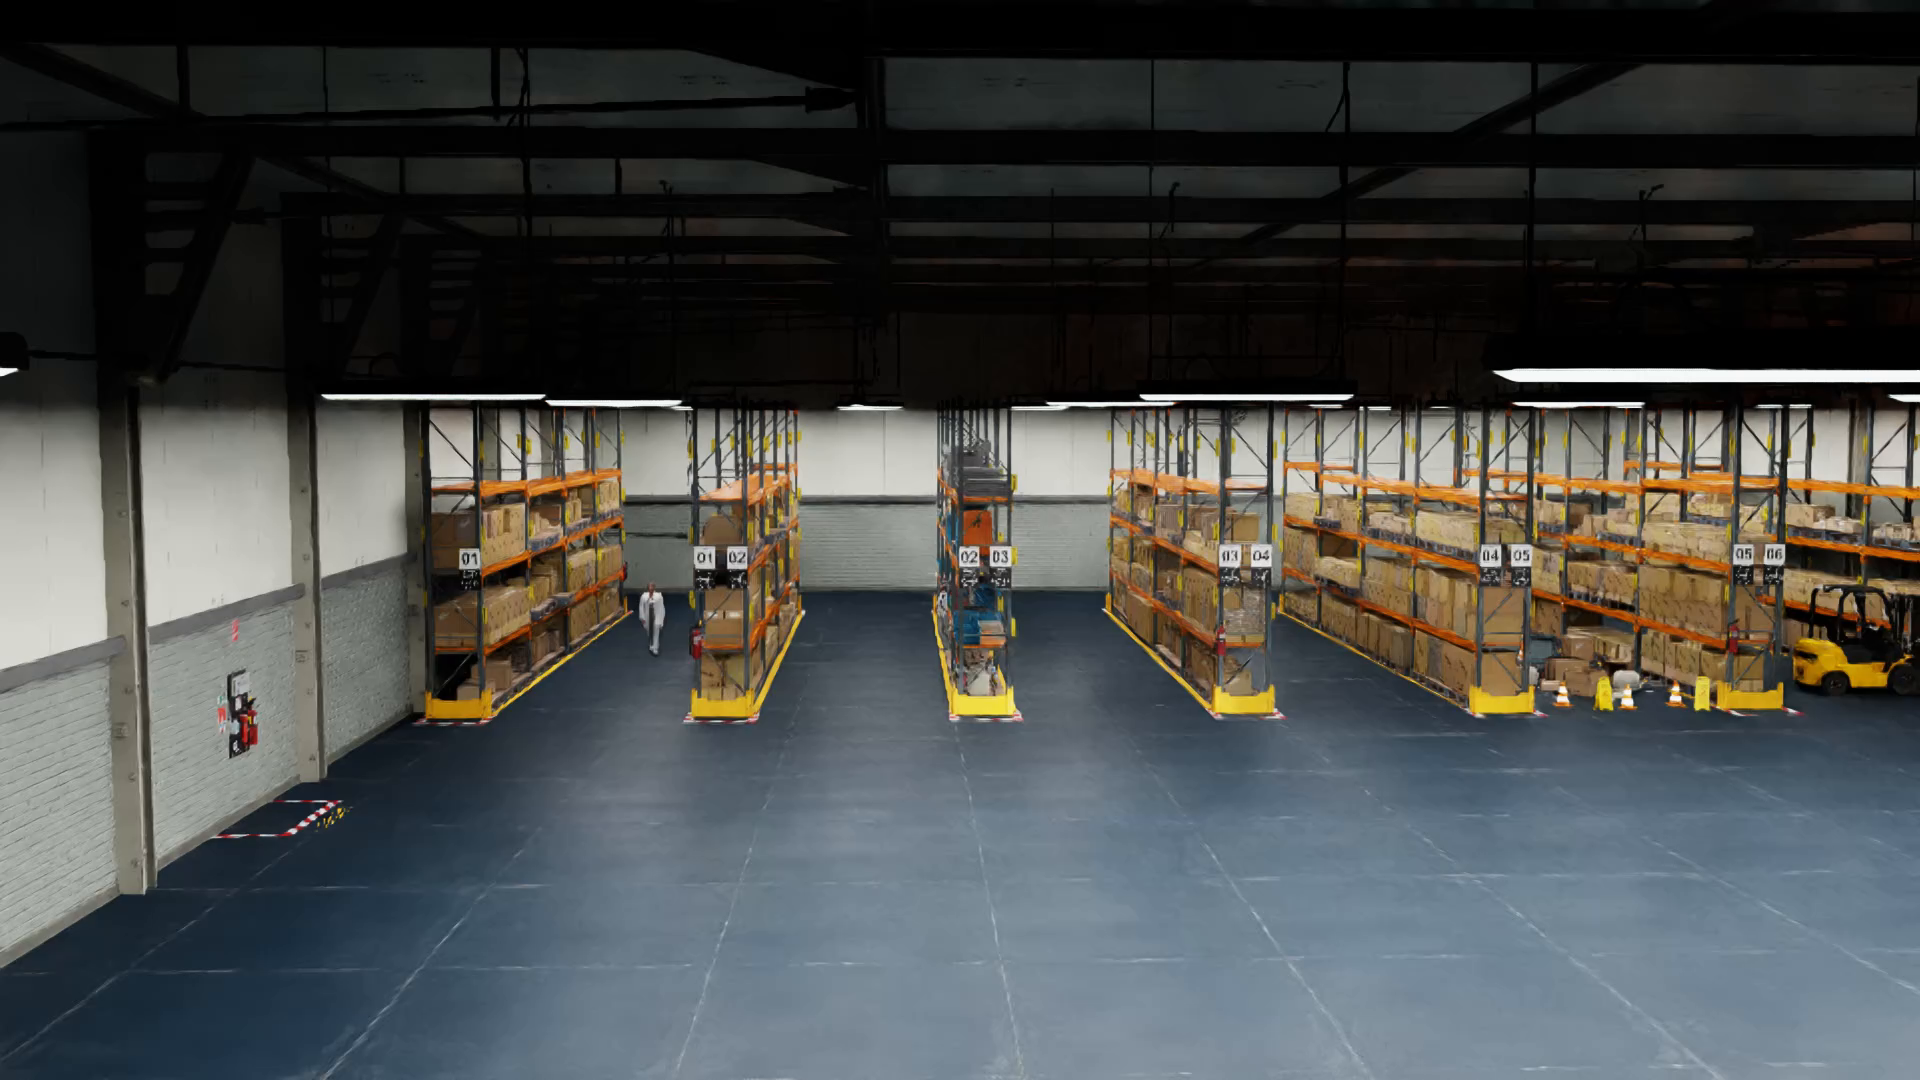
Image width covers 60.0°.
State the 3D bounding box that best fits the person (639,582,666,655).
[{"bbox_3d":[-7.272,1.825,39.251,0.598,1.698,1.194,0,4,0],"label":"person"}]

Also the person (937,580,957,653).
[{"bbox_3d":[-0.297,1.762,38.400,0.407,1.665,0.564,-2,5,-27],"label":"person"}]
